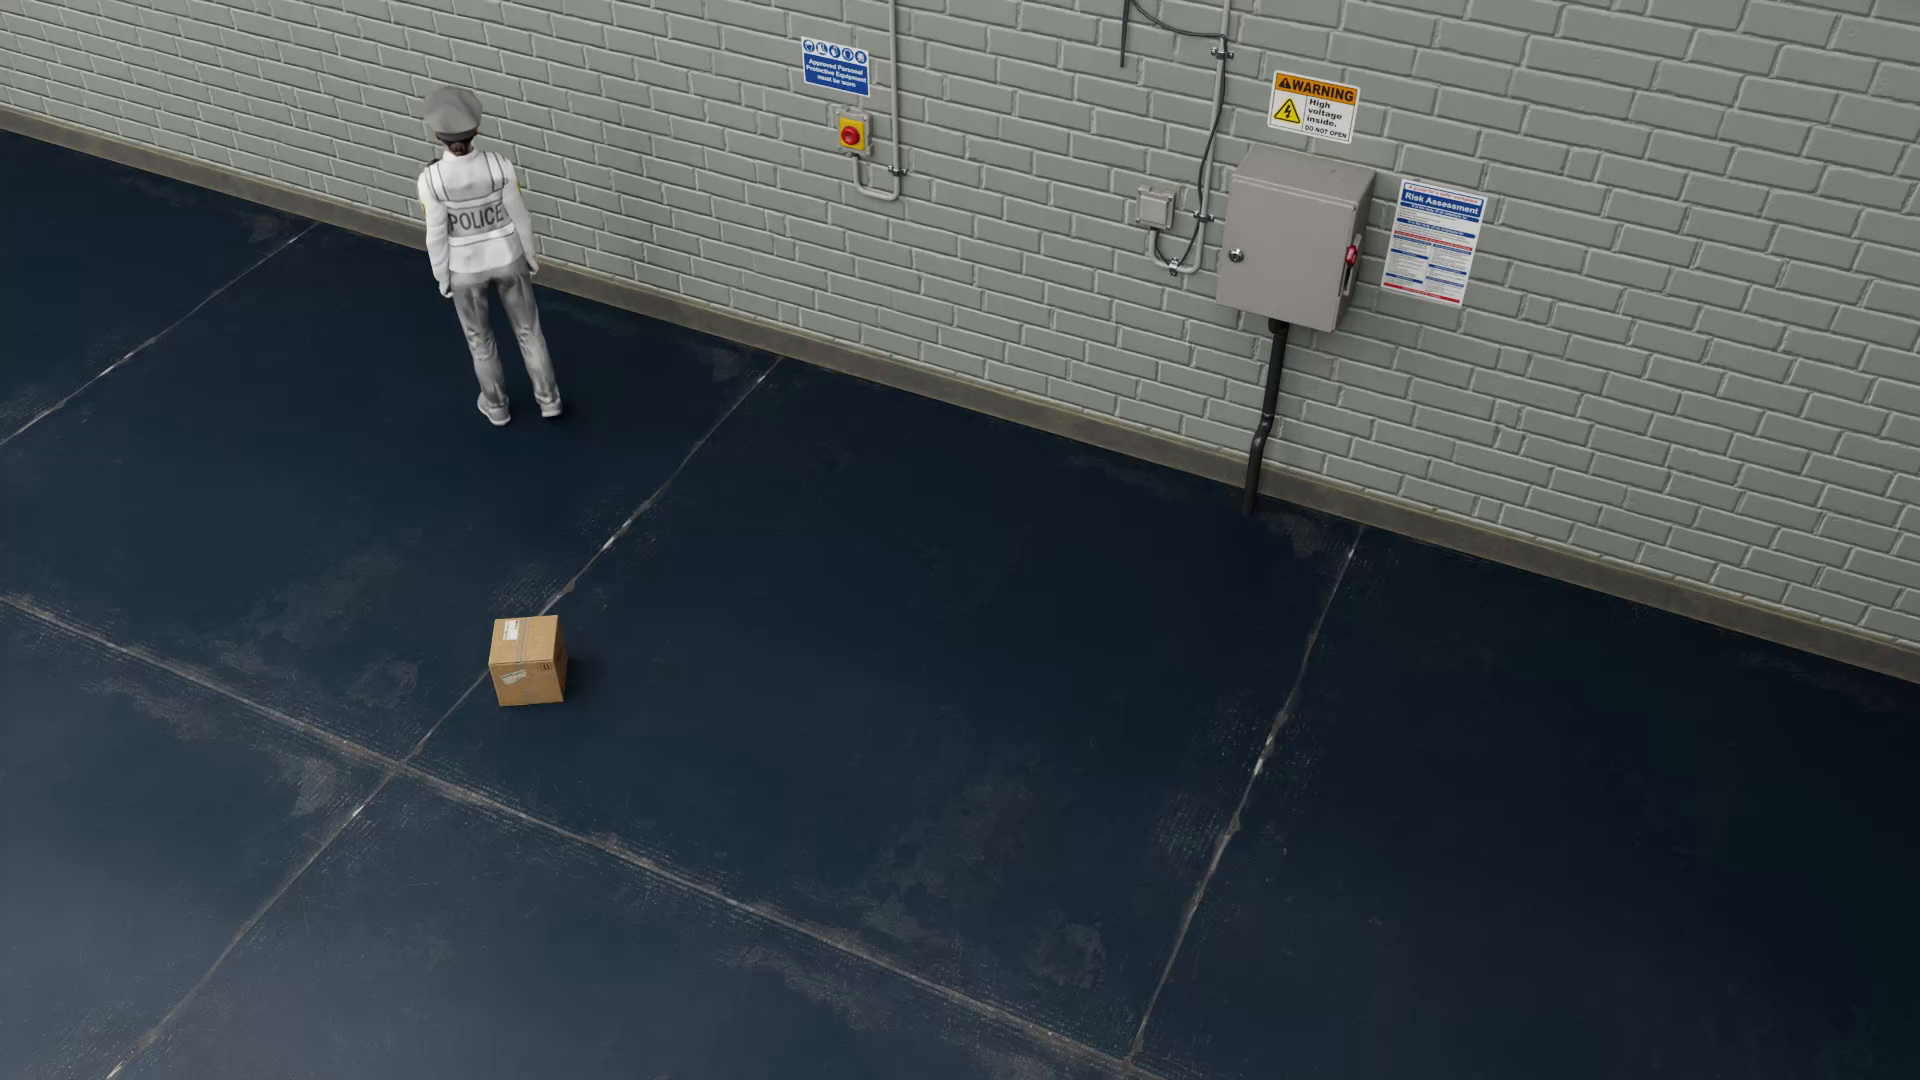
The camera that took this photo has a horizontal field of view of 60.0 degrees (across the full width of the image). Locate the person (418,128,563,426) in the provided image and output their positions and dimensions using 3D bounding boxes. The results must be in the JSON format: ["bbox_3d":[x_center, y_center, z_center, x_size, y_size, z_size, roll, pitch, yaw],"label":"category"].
[{"bbox_3d":[-2.150,-1.220,7.554,0.470,1.723,0.357,-17,45,-18],"label":"person"}]
